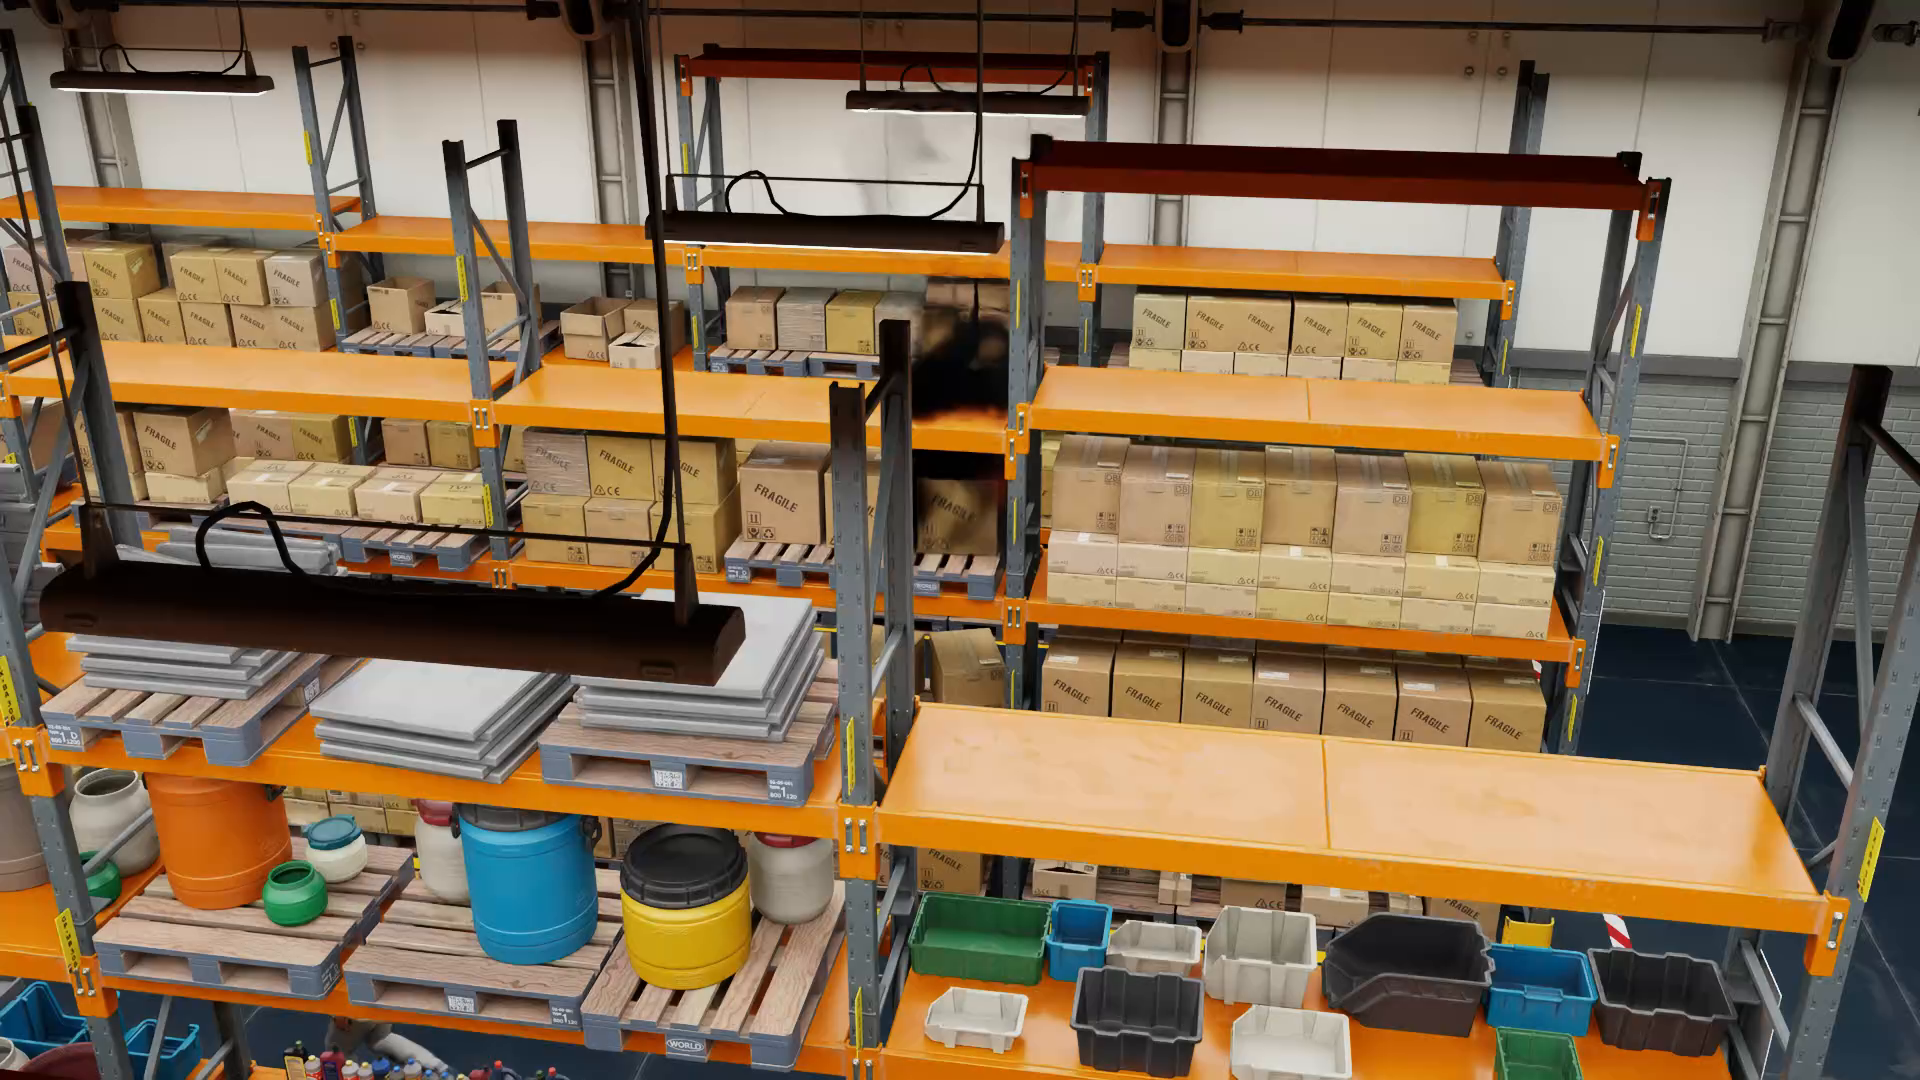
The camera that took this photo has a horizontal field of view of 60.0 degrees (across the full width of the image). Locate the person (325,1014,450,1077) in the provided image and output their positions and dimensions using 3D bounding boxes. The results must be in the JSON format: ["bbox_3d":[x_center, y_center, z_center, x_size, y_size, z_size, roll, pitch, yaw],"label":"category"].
[{"bbox_3d":[-3.924,3.050,10.950,0.985,1.779,0.686,3,23,6],"label":"person"}]
